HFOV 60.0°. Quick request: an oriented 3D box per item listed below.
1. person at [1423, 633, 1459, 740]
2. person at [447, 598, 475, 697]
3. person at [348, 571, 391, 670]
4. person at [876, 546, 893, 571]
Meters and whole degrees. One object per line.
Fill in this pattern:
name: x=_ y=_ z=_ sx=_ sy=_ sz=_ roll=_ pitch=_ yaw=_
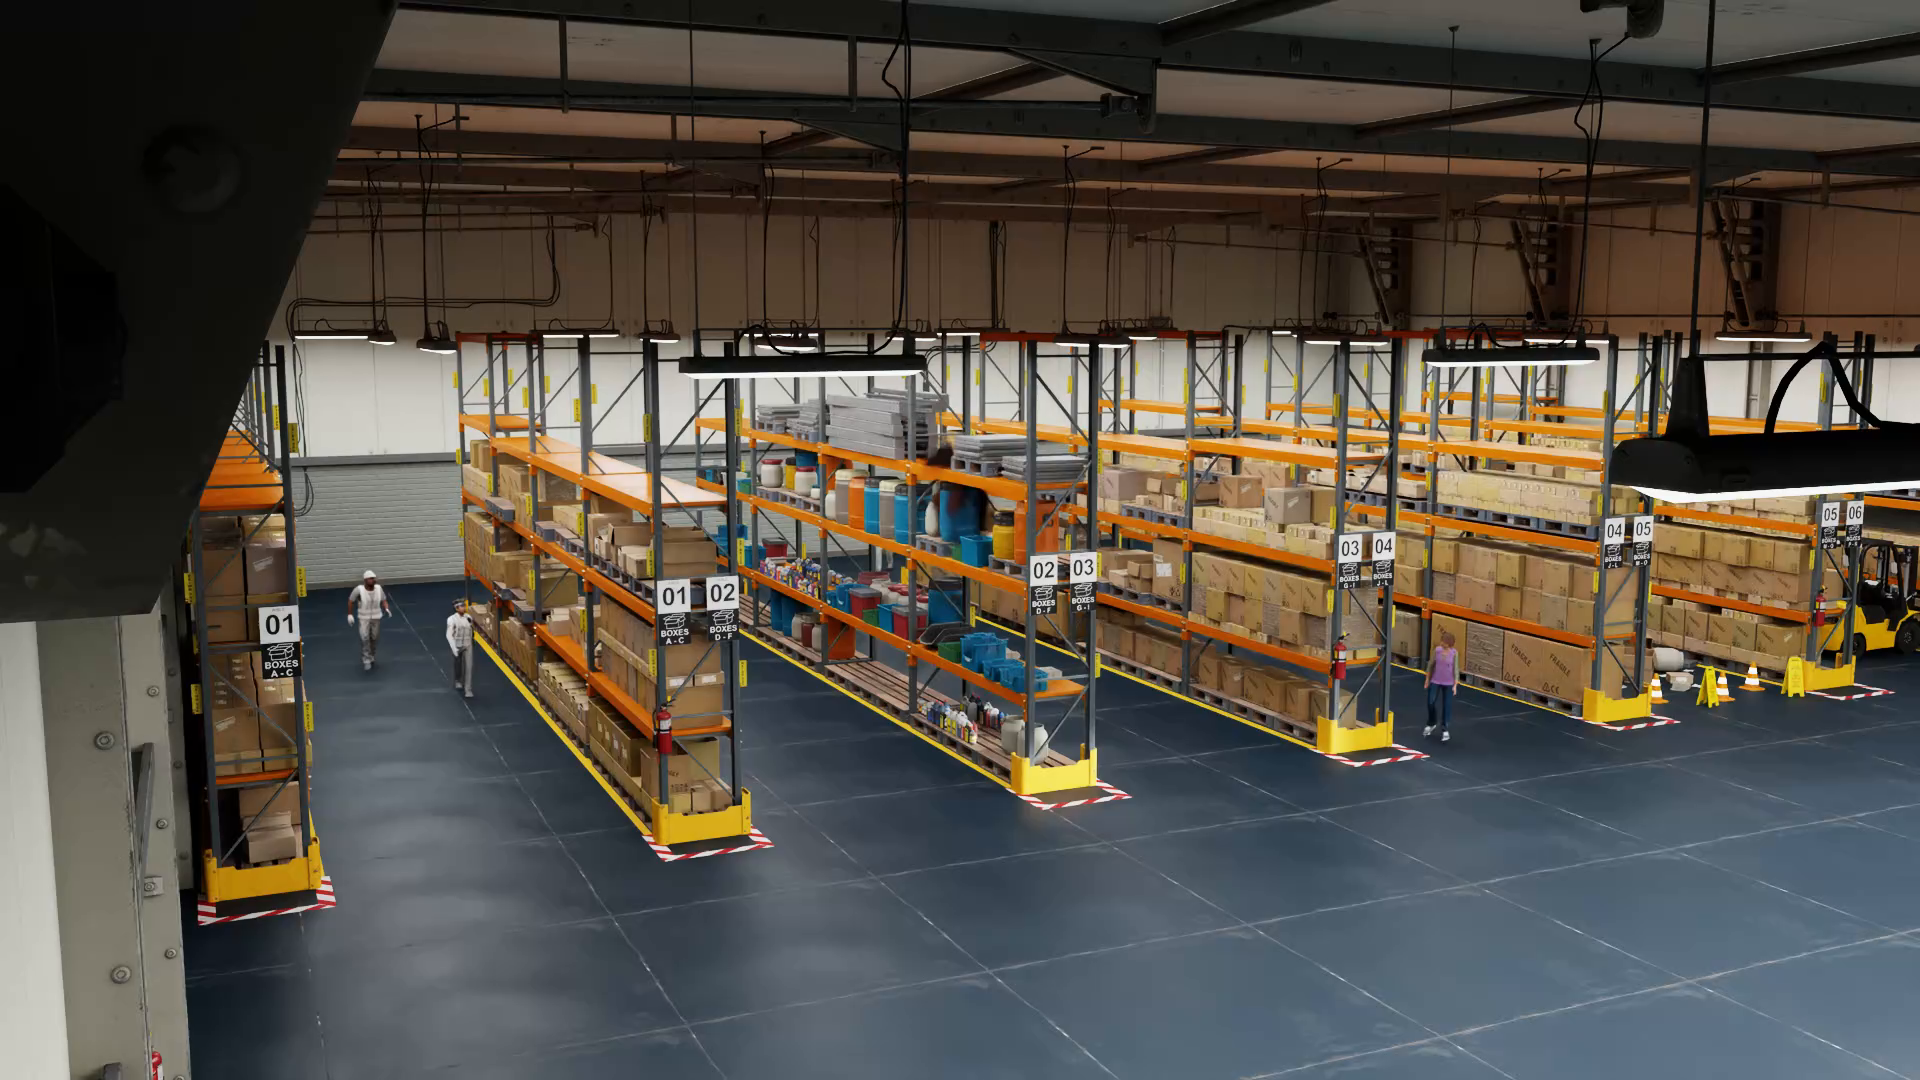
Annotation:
person: x=7.233 y=2.194 z=24.987 sx=0.496 sy=1.594 sz=0.436 roll=2 pitch=8 yaw=16
person: x=-8.345 y=1.773 z=27.811 sx=0.456 sy=1.644 sz=0.963 roll=-3 pitch=8 yaw=-19
person: x=-10.709 y=1.448 z=30.136 sx=0.721 sy=1.808 sz=0.878 roll=-4 pitch=9 yaw=-26
person: x=-1.872 y=-0.055 z=40.950 sx=0.549 sy=1.719 sz=1.009 roll=0 pitch=8 yaw=2
